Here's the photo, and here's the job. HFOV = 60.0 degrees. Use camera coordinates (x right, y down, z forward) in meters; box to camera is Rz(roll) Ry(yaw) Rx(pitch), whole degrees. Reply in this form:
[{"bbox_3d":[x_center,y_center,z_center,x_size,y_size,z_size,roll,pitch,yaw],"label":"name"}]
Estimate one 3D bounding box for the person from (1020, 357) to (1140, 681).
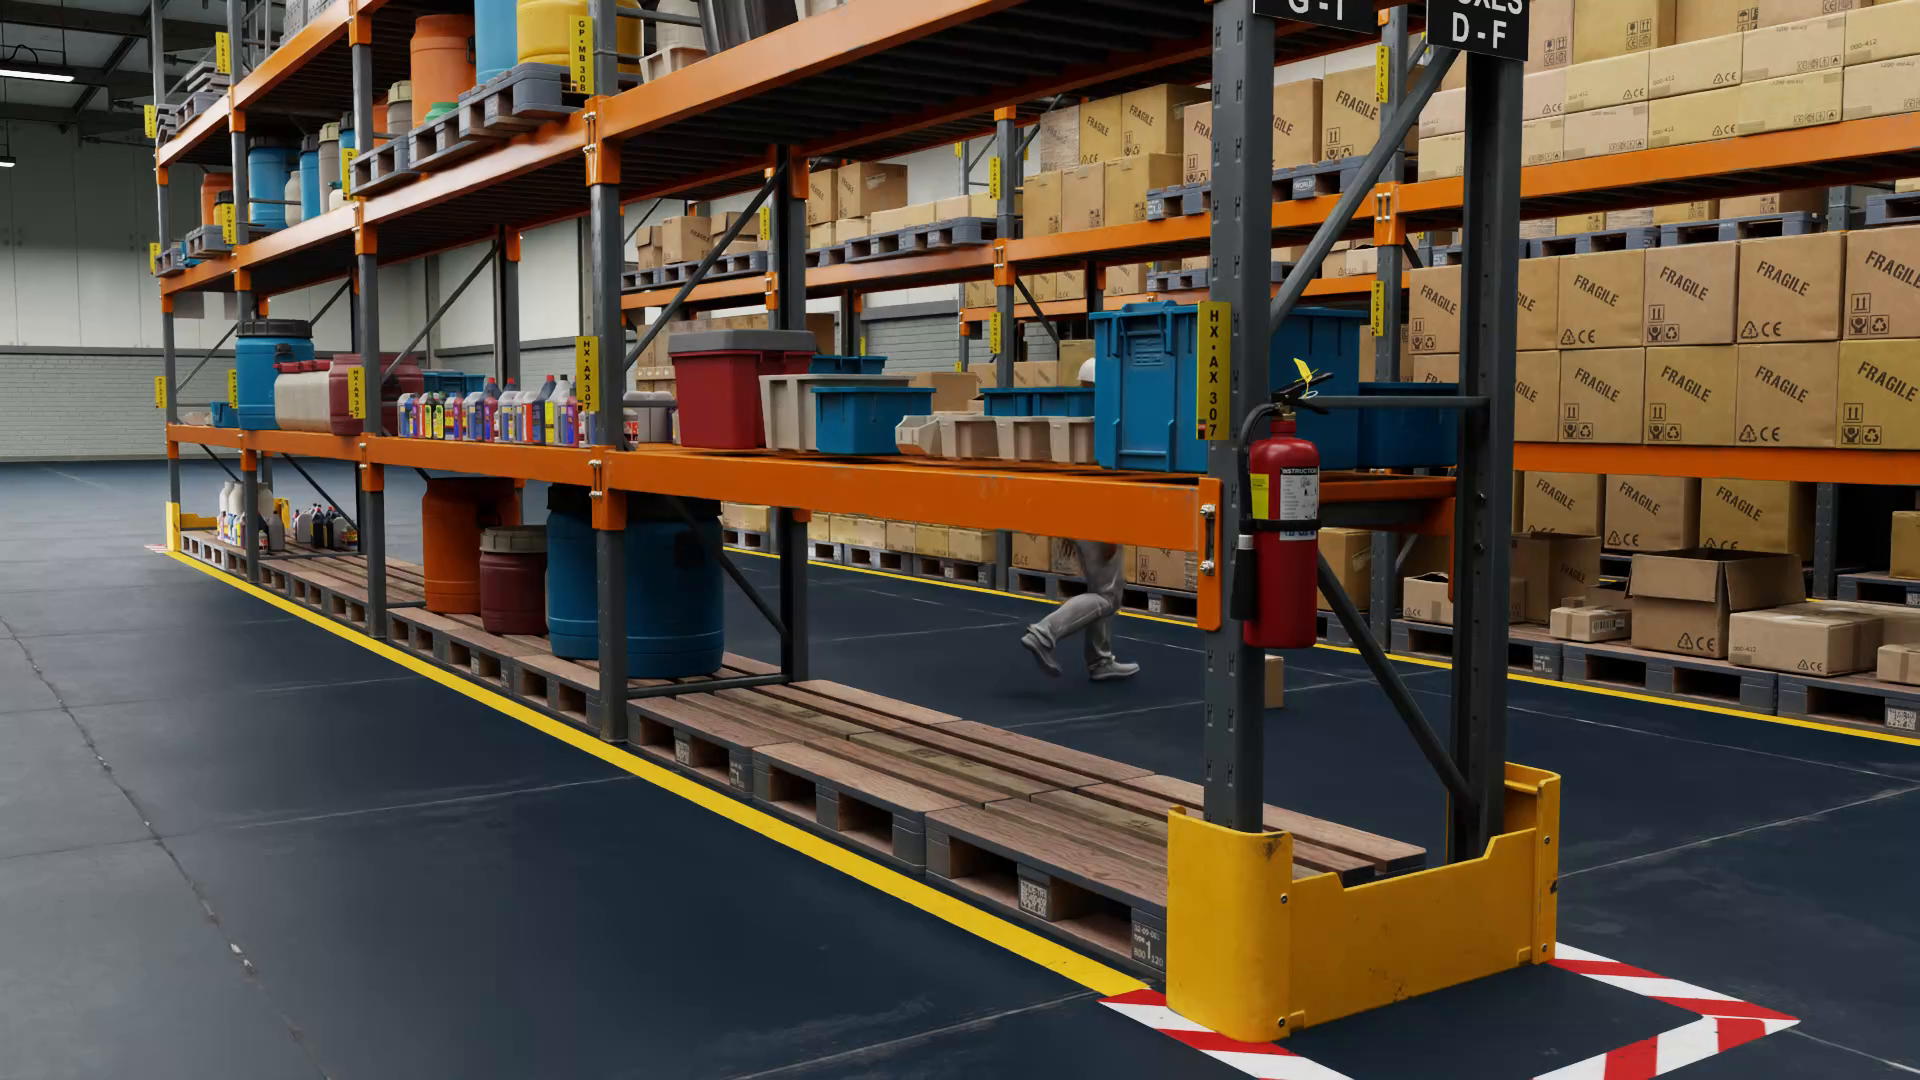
[{"bbox_3d":[0.666,-0.090,8.828,0.781,1.752,0.608,-1,5,-14],"label":"person"}]
